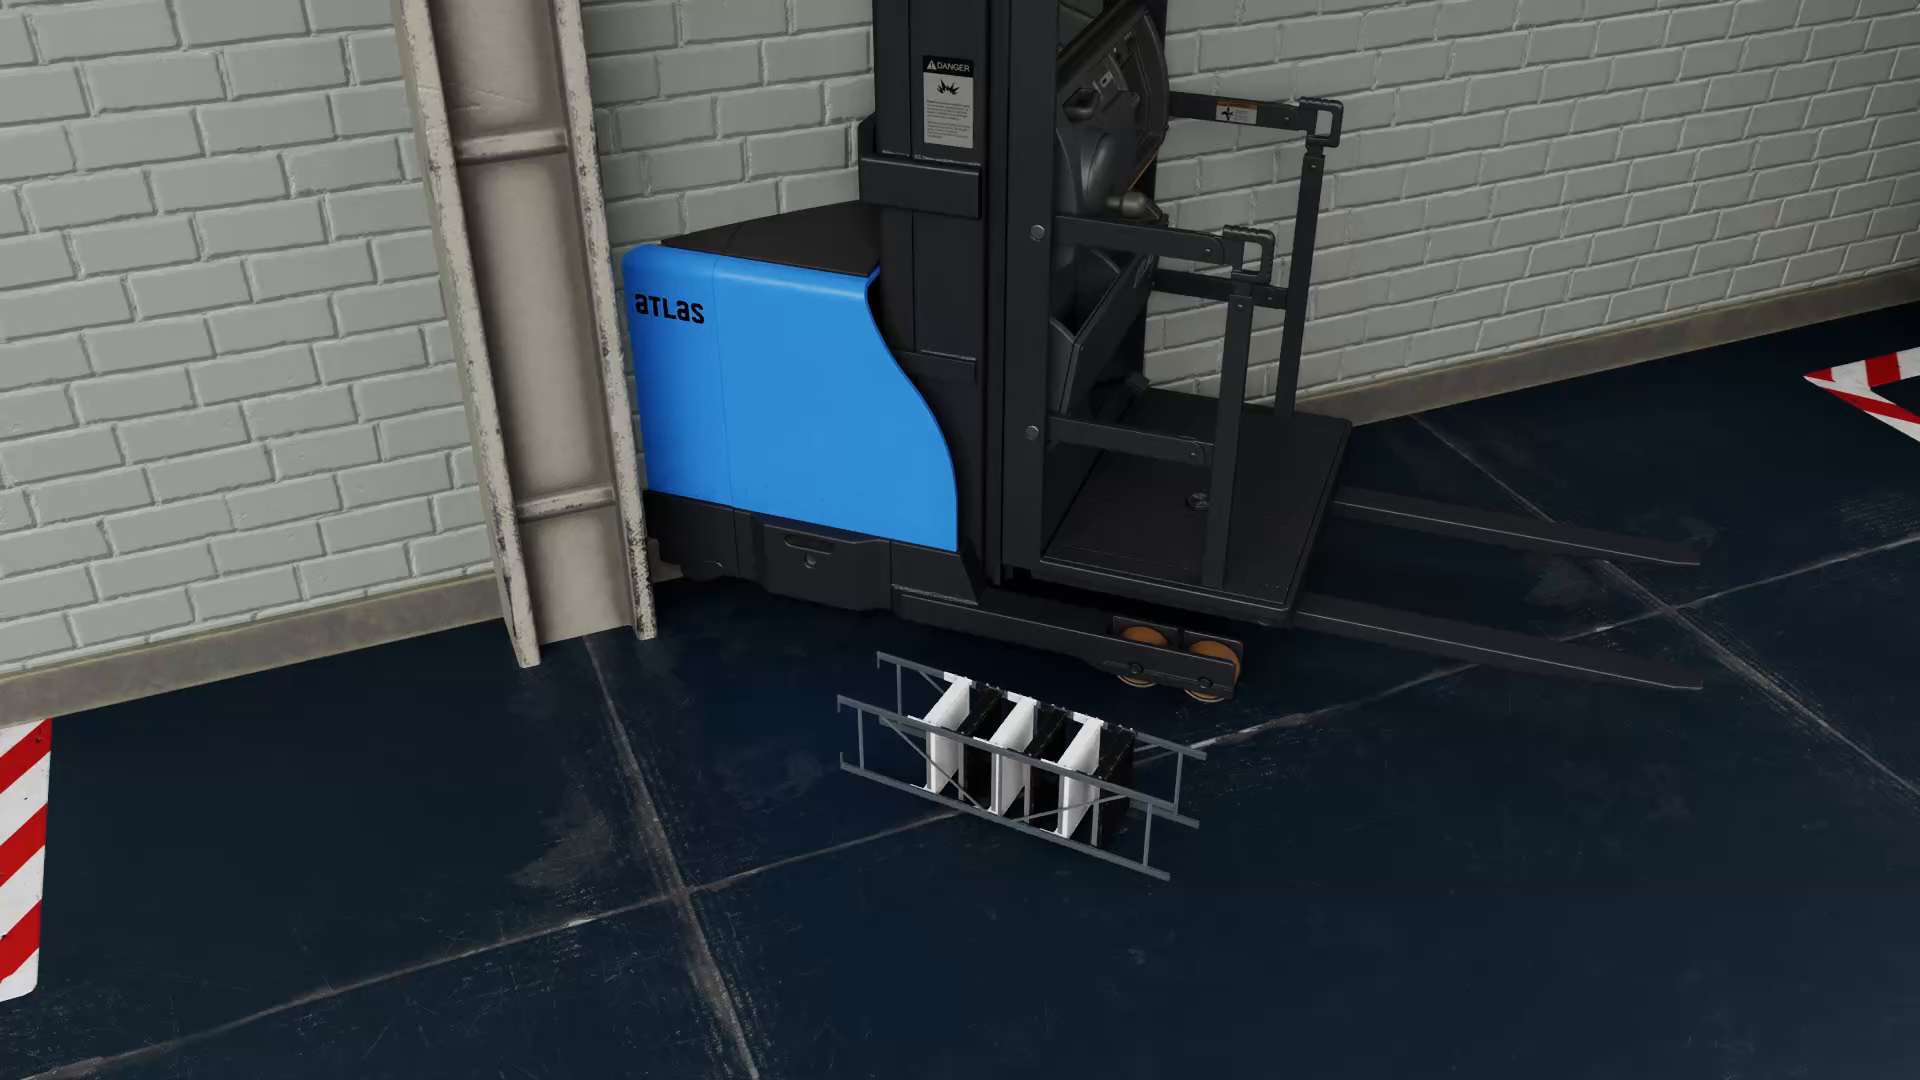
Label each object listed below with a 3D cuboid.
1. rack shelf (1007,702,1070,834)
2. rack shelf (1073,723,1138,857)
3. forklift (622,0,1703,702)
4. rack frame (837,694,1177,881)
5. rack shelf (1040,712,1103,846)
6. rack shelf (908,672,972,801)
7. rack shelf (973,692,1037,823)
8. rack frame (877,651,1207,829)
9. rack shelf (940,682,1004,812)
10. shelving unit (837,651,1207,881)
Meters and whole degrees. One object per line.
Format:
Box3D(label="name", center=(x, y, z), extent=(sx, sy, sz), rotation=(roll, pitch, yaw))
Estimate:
Box3D(label="rack shelf", center=(0.192, 0.564, 4.114), extent=(0.077, 0.258, 0.200), rotation=(15, 36, 22))
Box3D(label="rack shelf", center=(0.353, 0.608, 4.046), extent=(0.077, 0.258, 0.200), rotation=(15, 36, 22))
Box3D(label="forklift", center=(0.590, -1.111, 4.271), extent=(3.031, 2.935, 1.130), rotation=(11, 35, 17))
Box3D(label="rack frame", center=(0.095, 0.599, 4.059), extent=(0.900, 0.240, 0.006), rotation=(15, 36, 22))
Box3D(label="rack shelf", center=(0.272, 0.586, 4.080), extent=(0.077, 0.258, 0.200), rotation=(15, 36, 22))
Box3D(label="rack shelf", center=(-0.049, 0.497, 4.216), extent=(0.077, 0.258, 0.200), rotation=(15, 36, 22))
Box3D(label="rack shelf", center=(0.112, 0.541, 4.148), extent=(0.077, 0.258, 0.200), rotation=(15, 36, 22))
Box3D(label="rack frame", center=(0.187, 0.500, 4.212), extent=(0.900, 0.240, 0.006), rotation=(15, 36, 22))
Box3D(label="rack shelf", center=(0.031, 0.519, 4.182), extent=(0.077, 0.258, 0.200), rotation=(15, 36, 22))
Box3D(label="shelving unit", center=(0.141, 0.550, 4.135), extent=(0.900, 0.258, 0.210), rotation=(15, 36, 22))
